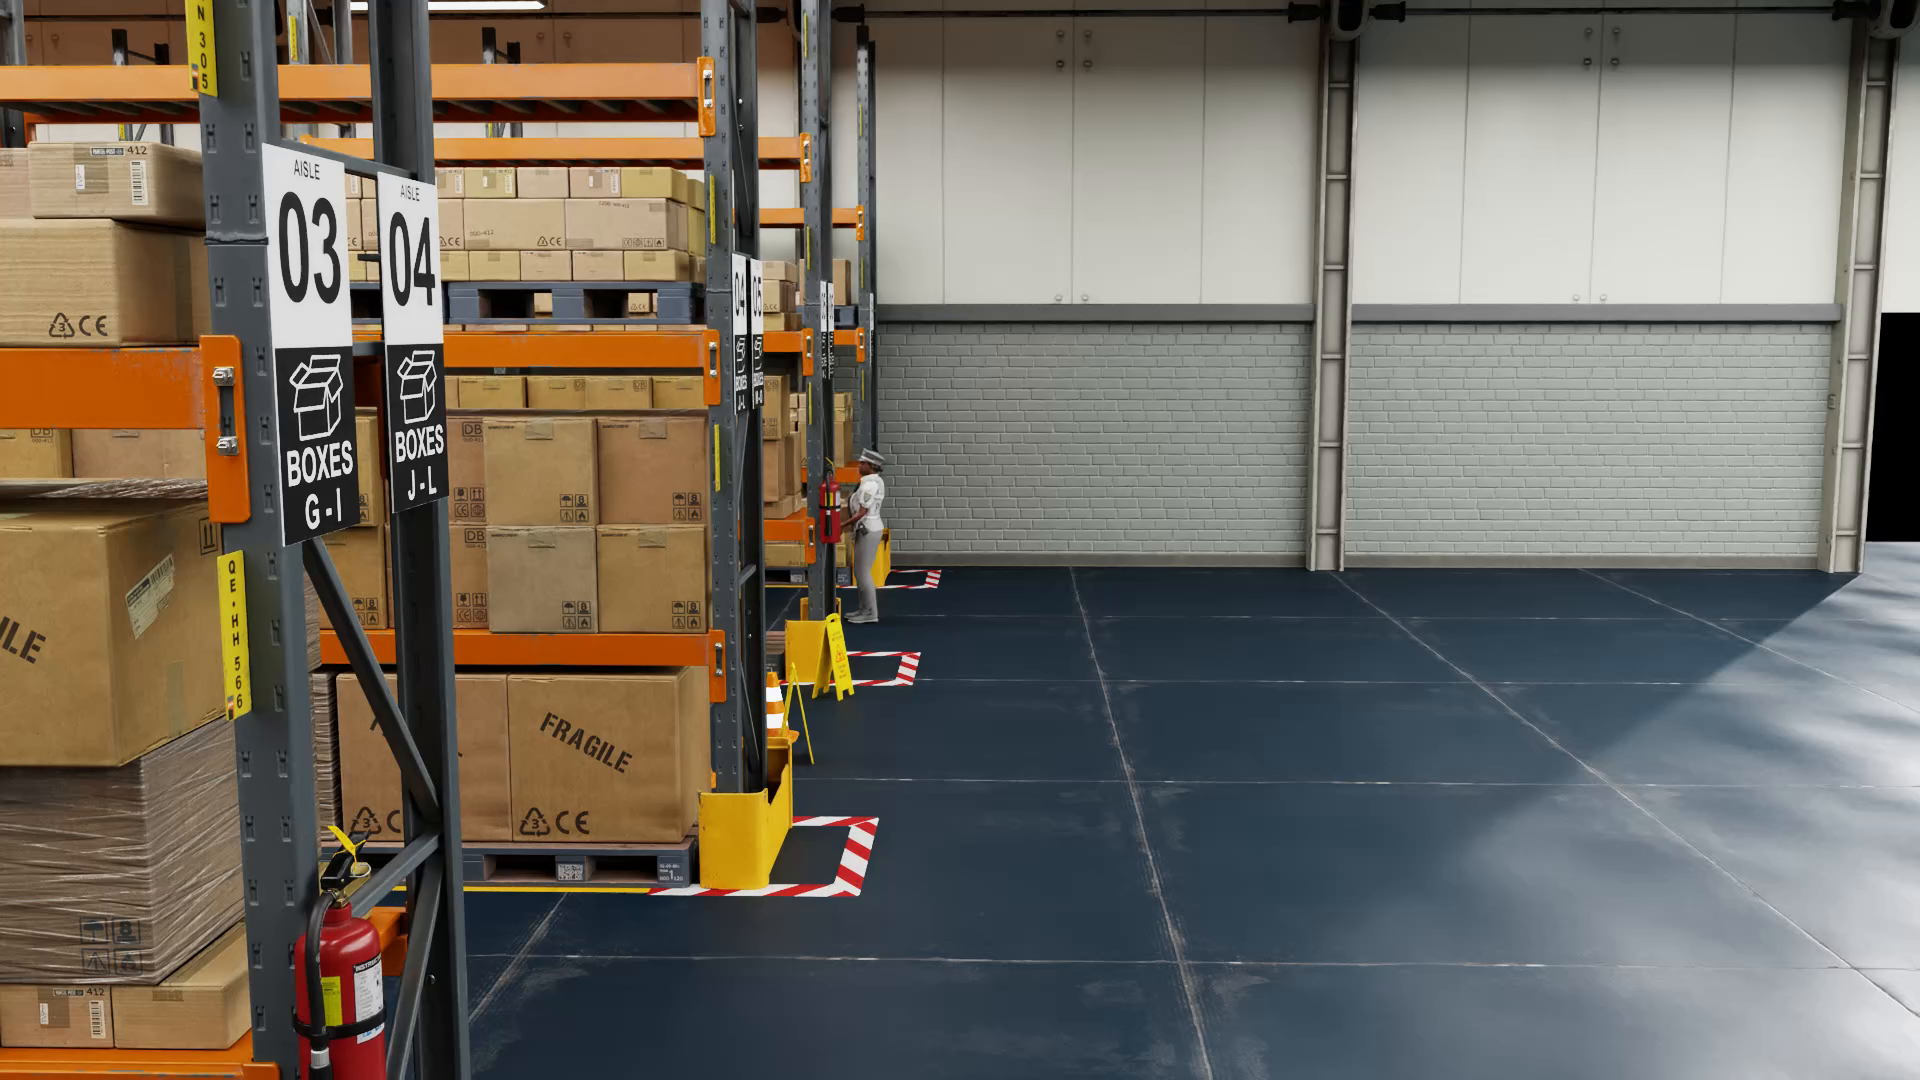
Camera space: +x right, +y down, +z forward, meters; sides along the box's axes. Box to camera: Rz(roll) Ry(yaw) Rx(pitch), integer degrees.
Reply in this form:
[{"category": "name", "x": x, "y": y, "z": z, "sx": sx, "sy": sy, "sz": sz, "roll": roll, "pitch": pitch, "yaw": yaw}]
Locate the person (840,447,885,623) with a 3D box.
[{"category": "person", "x": -0.980, "y": -0.053, "z": 16.052, "sx": 0.530, "sy": 1.694, "sz": 0.454, "roll": 0, "pitch": 7, "yaw": 0}]
